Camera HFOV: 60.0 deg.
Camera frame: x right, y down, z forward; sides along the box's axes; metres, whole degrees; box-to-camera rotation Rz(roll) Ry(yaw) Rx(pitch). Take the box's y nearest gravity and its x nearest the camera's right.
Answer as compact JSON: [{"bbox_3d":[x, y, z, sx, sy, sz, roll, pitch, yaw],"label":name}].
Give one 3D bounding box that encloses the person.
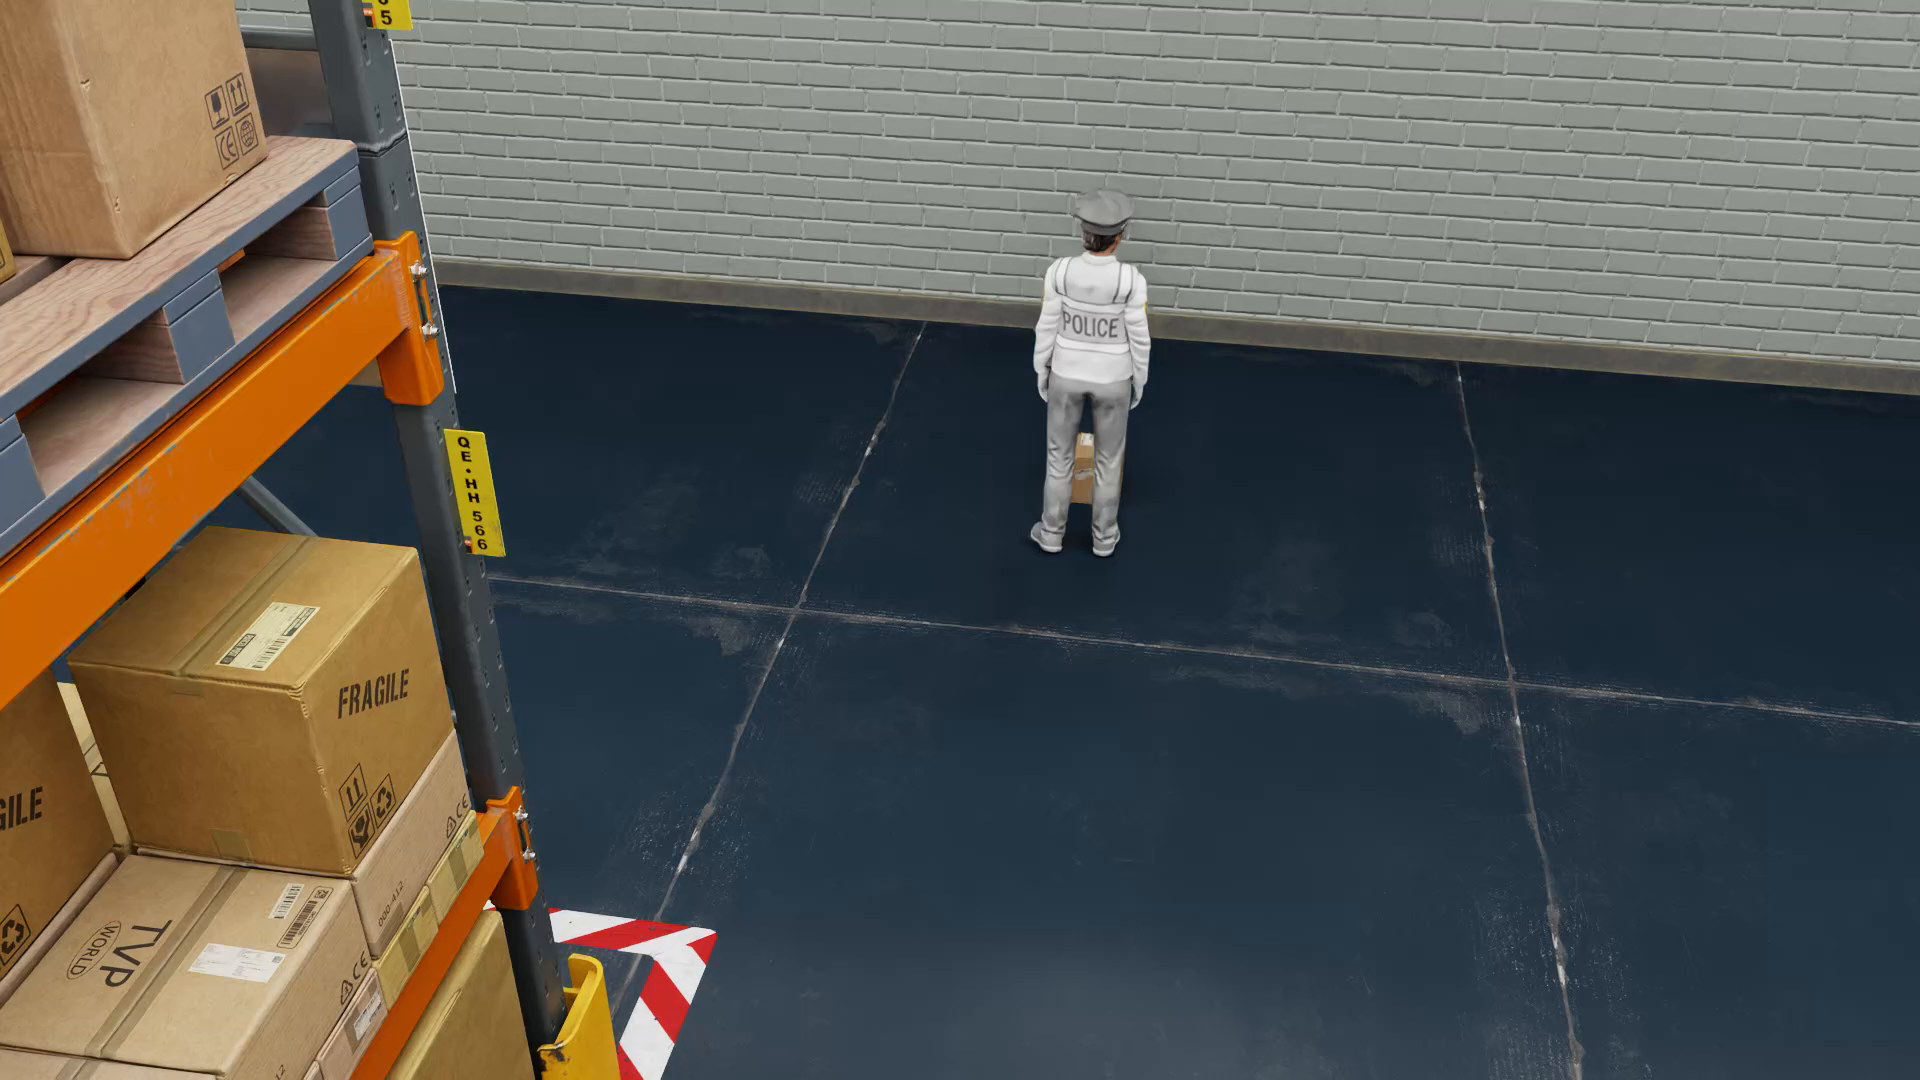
[{"bbox_3d":[0.566,-0.683,7.217,0.502,1.682,0.332,6,33,9],"label":"person"}]
